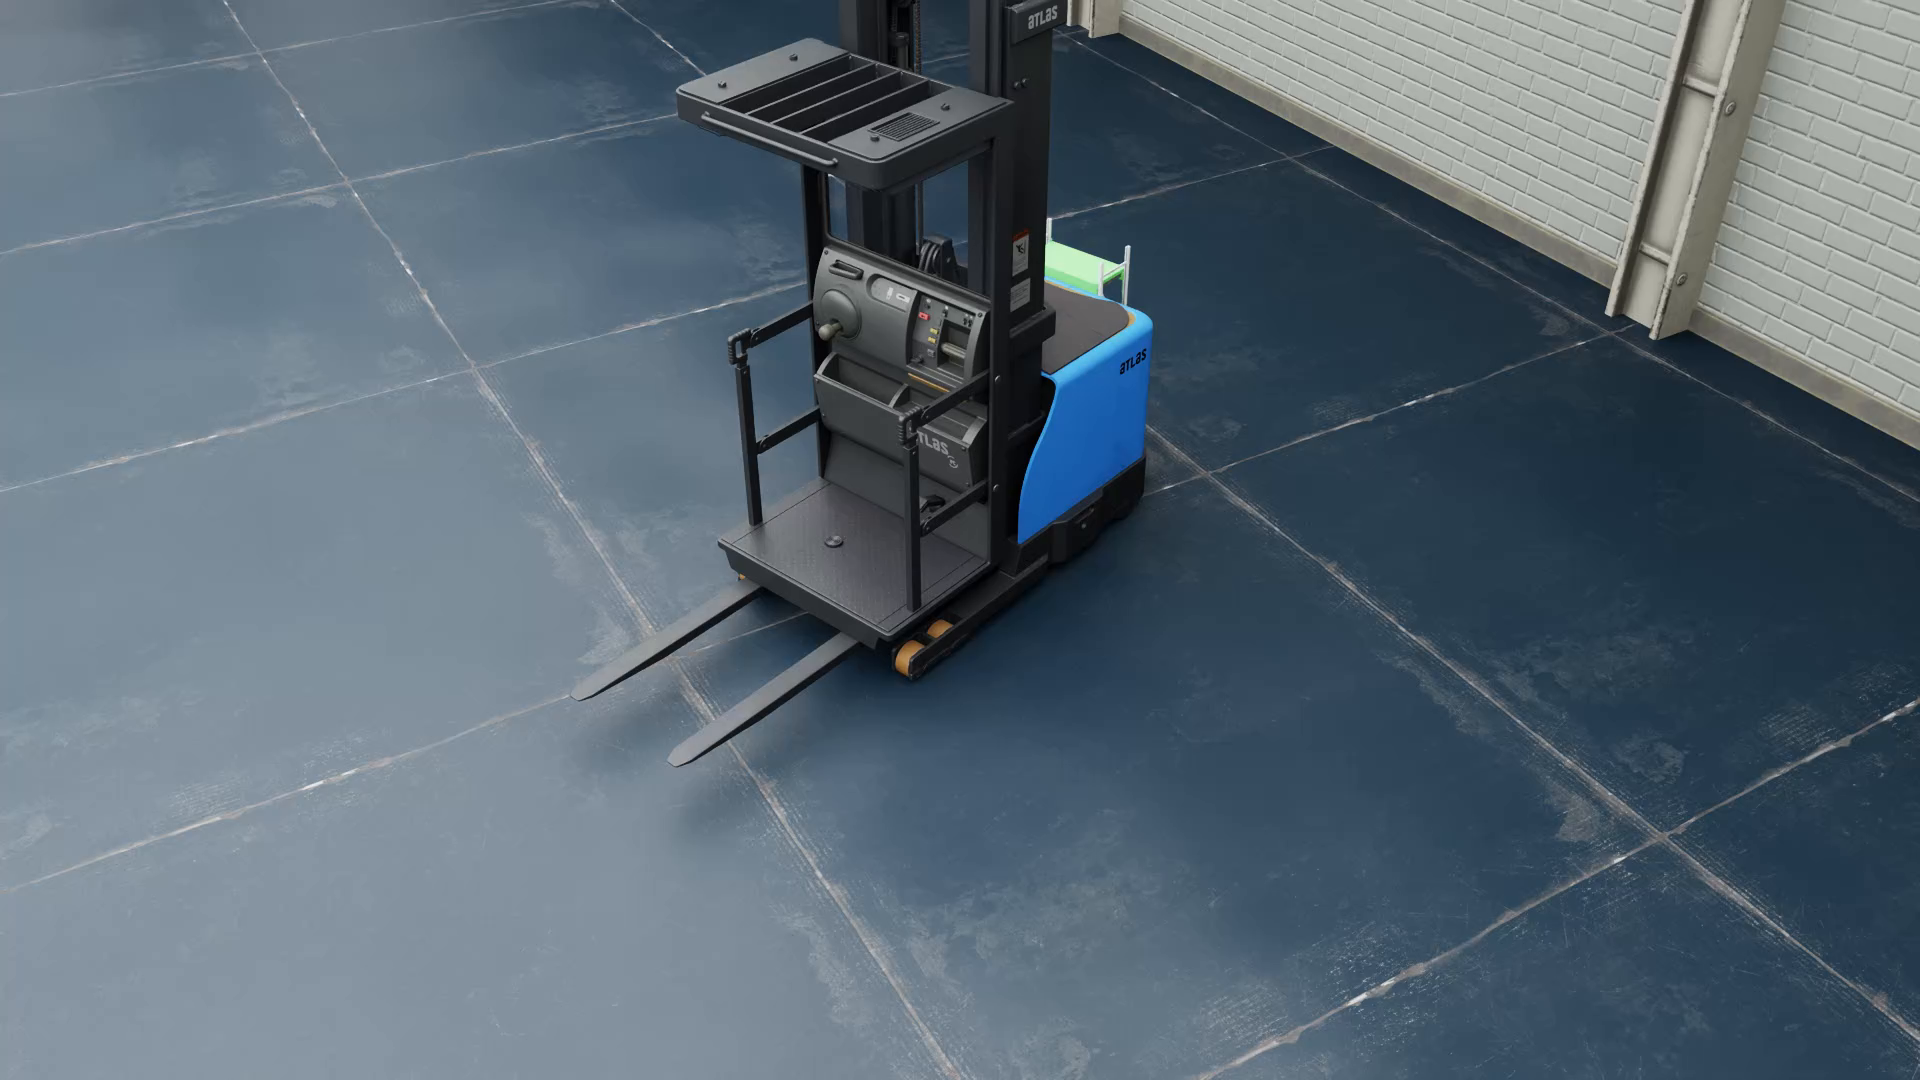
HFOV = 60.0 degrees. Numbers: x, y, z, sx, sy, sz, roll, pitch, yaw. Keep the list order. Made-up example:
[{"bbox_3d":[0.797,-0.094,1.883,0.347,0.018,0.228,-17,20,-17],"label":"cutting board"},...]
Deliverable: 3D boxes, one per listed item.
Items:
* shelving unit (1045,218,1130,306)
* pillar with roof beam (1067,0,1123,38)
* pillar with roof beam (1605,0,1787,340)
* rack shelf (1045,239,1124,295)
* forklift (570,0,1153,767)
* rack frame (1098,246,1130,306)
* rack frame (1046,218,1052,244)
[{"bbox_3d":[0.571,-1.003,8.606,0.503,1.200,0.258,26,44,31],"label":"shelving unit"},{"bbox_3d":[-2.573,-6.749,9.861,9.100,9.000,0.400,-19,40,-24],"label":"pillar with roof beam"},{"bbox_3d":[0.441,-3.689,5.671,9.100,9.000,0.400,-19,40,-24],"label":"pillar with roof beam"},{"bbox_3d":[0.571,-1.339,8.361,0.480,0.148,0.258,26,44,31],"label":"rack shelf"},{"bbox_3d":[-0.404,-0.904,7.003,1.130,2.935,3.031,27,44,32],"label":"forklift"},{"bbox_3d":[0.758,-0.911,8.479,0.015,1.200,0.240,26,44,31],"label":"rack frame"},{"bbox_3d":[0.384,-1.095,8.733,0.015,1.200,0.240,26,44,31],"label":"rack frame"}]
